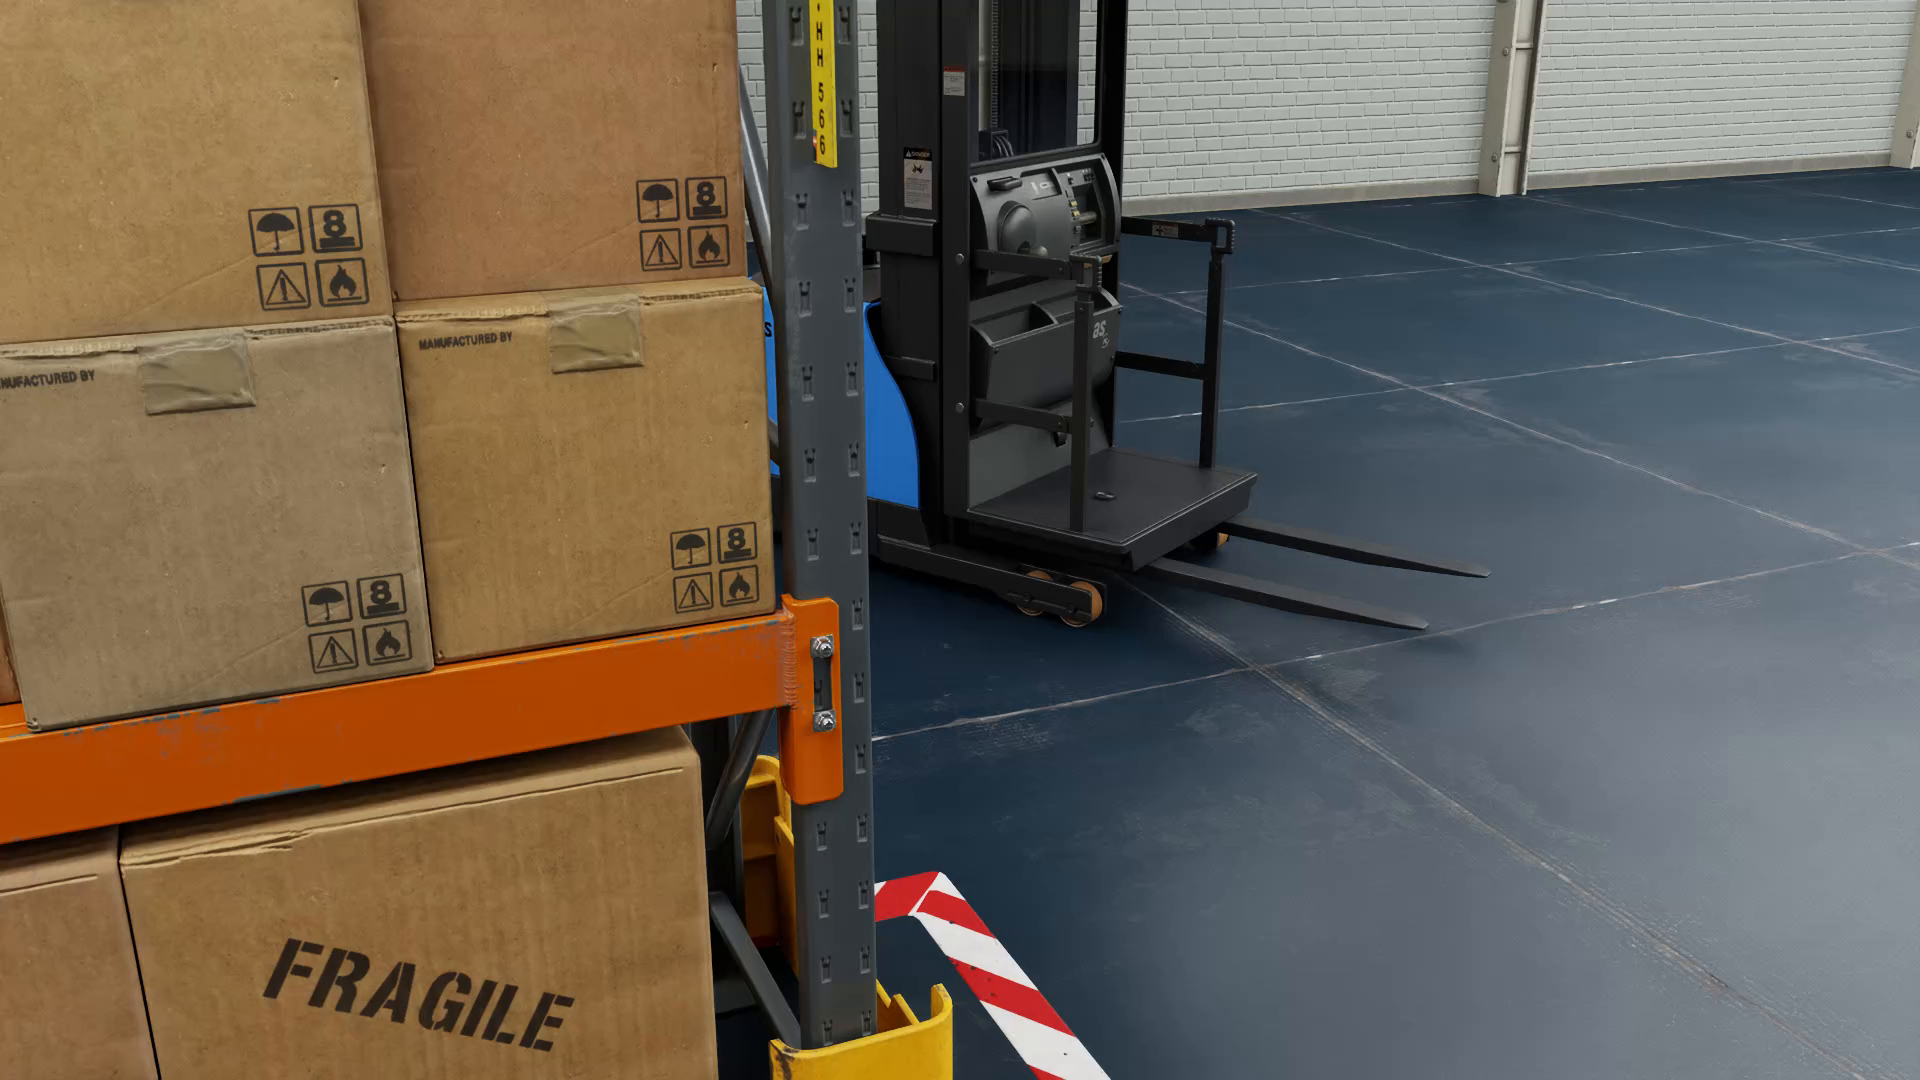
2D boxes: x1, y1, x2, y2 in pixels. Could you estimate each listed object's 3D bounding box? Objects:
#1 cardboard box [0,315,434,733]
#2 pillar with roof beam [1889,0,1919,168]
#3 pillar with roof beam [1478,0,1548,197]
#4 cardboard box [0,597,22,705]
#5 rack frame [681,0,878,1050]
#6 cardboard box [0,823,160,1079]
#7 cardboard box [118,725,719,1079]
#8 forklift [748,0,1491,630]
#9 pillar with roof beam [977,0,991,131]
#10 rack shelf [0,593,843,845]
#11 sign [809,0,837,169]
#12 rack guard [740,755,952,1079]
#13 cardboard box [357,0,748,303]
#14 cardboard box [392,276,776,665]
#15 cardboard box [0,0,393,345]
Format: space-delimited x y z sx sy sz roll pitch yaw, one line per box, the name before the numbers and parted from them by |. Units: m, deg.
cardboard box | -1.224 -0.154 2.716 0.550 0.550 0.875 -8 21 -22
pillar with roof beam | 12.809 -7.302 14.211 0.400 9.000 9.100 -8 21 -22
pillar with roof beam | 7.299 -6.513 11.969 0.400 9.000 9.100 -8 21 -22
cardboard box | -1.788 -0.118 2.616 0.550 0.550 0.875 -8 21 -22
rack frame | -0.405 -0.225 3.143 0.127 3.000 1.000 -8 21 -22
cardboard box | -1.809 0.805 2.785 0.875 0.875 0.875 -9 21 -23
cardboard box | -1.001 0.689 3.116 0.875 0.875 0.875 -8 21 -22
forklift | 0.504 -1.261 6.191 3.031 2.935 1.130 13 23 34
pillar with roof beam | 1.790 -5.723 9.728 0.400 9.000 9.100 -8 21 -22
rack shelf | -2.241 0.378 2.515 4.000 0.370 1.077 -8 21 -22
sign | -0.203 -0.715 2.436 0.005 0.325 0.100 -8 21 -22
rack guard | -0.383 0.951 3.567 0.348 0.500 1.175 -8 21 -22
cardboard box | -0.761 -0.768 2.834 0.550 0.550 0.875 -8 21 -22
cardboard box | -0.728 -0.233 2.940 0.550 0.550 0.875 -8 21 -22
cardboard box | -1.230 -0.667 2.548 0.550 0.550 0.875 -8 21 -22
